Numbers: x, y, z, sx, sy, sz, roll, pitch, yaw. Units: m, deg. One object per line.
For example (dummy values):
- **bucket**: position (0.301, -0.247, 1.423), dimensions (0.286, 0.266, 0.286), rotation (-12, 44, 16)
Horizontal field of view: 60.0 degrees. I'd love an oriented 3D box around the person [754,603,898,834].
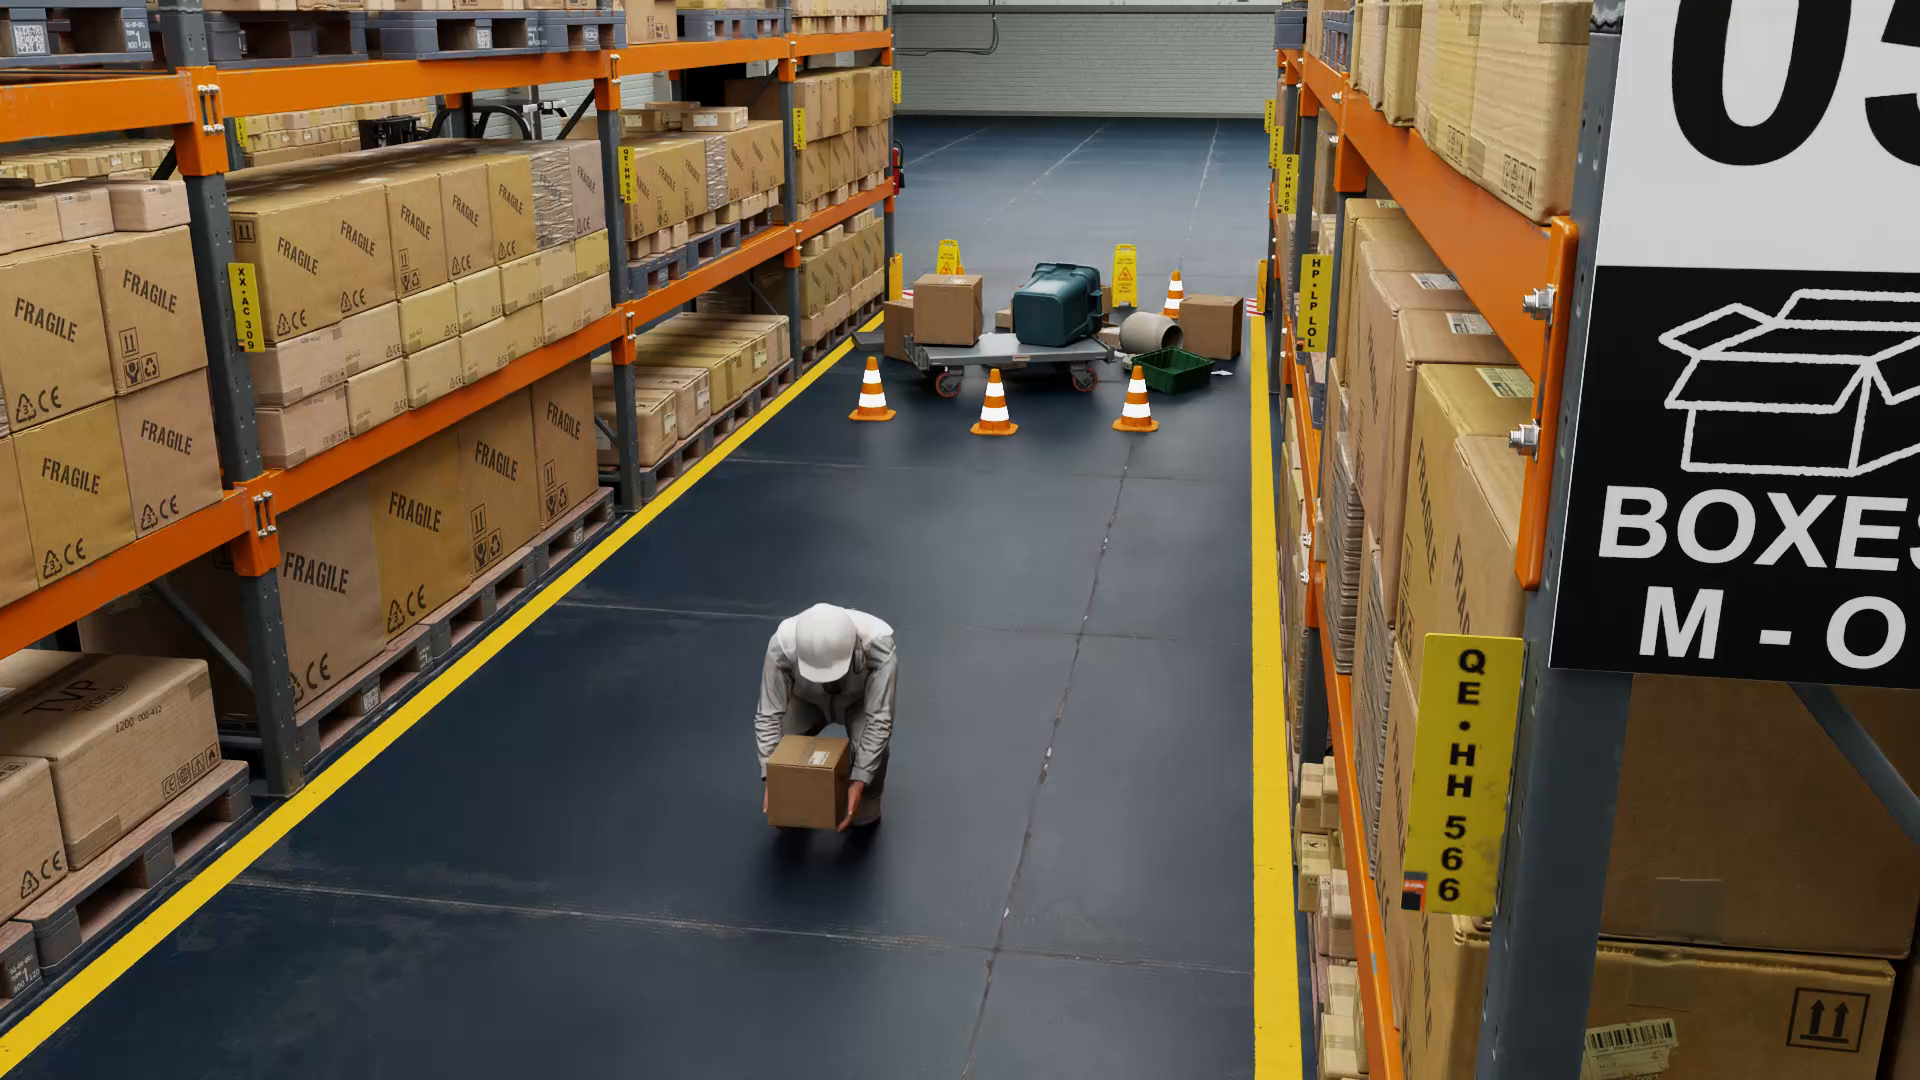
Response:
- **person**: position (-0.486, 0.617, 6.355), dimensions (0.539, 1.006, 0.871), rotation (3, 18, 9)
